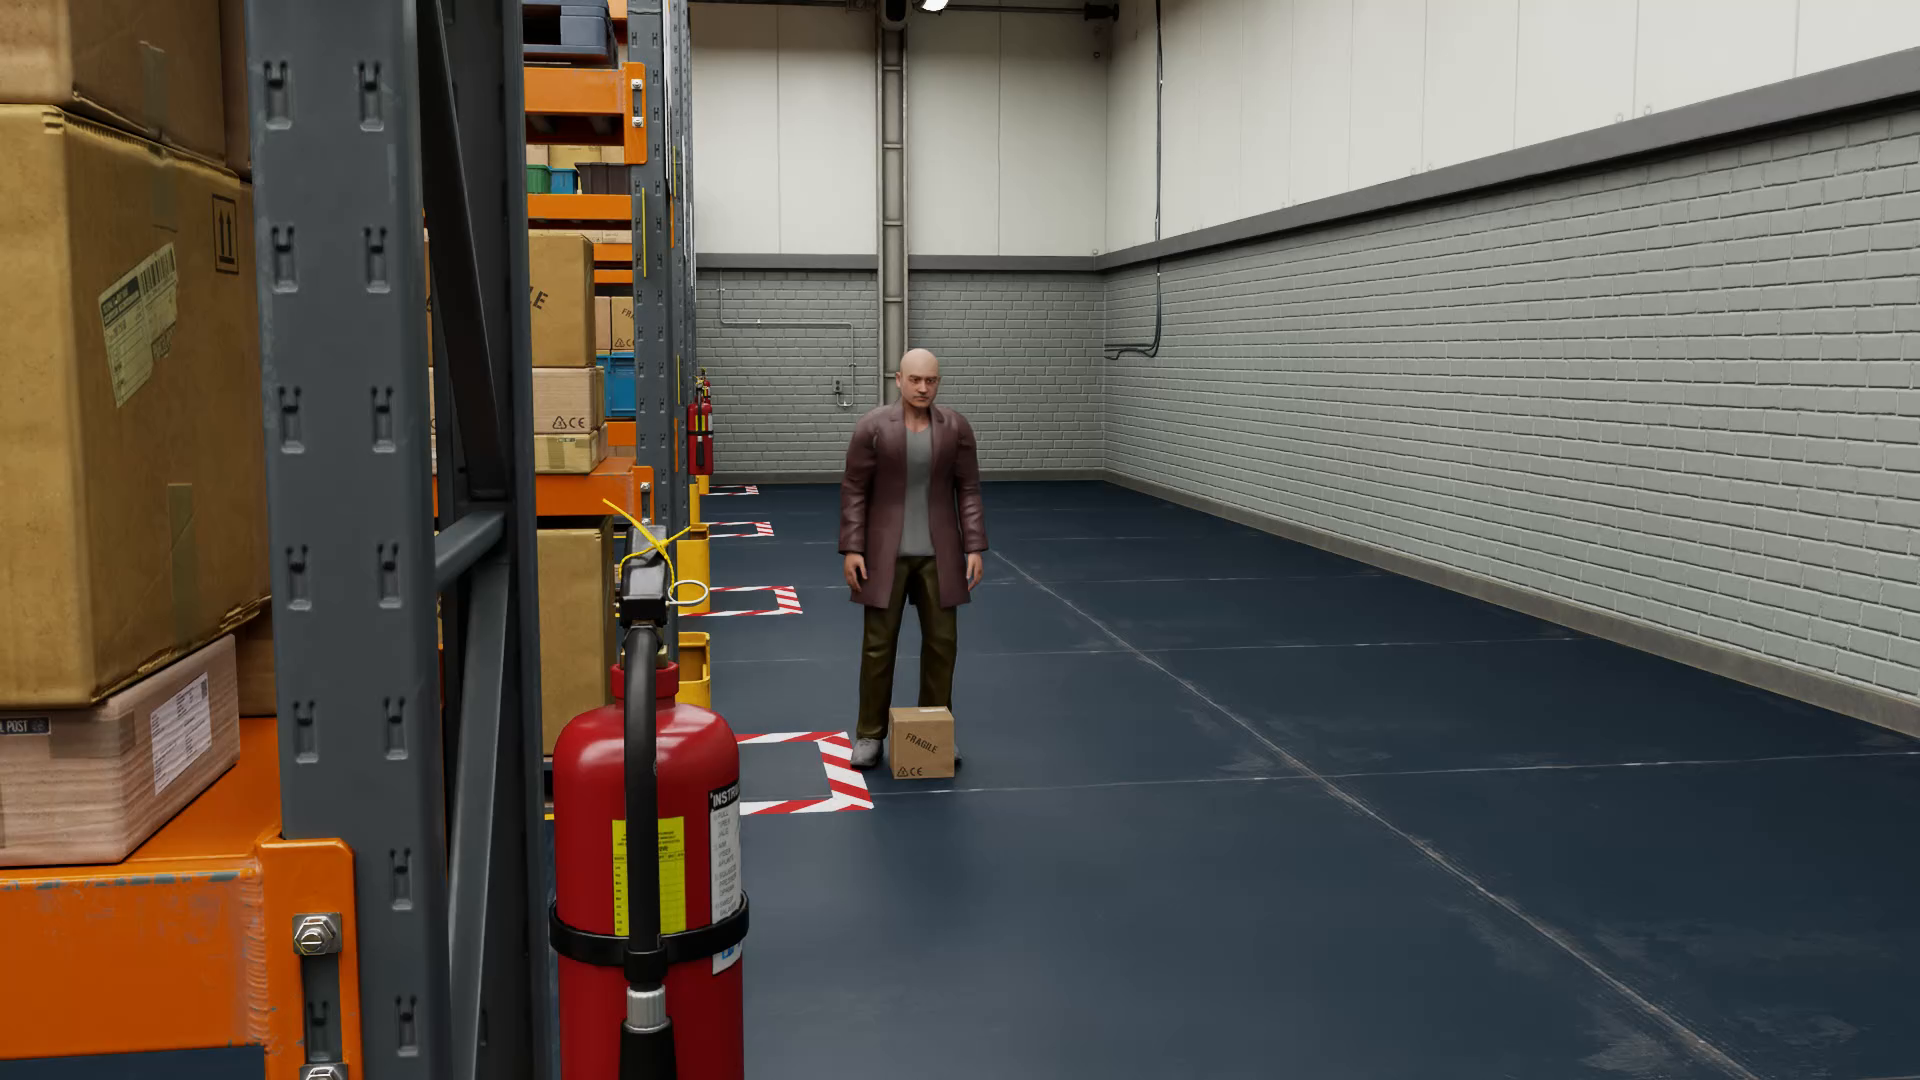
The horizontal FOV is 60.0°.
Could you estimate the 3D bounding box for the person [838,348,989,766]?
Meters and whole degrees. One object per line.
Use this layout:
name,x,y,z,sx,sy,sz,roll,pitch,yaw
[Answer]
person,-0.201,0.068,7.164,0.656,1.774,0.416,-1,6,-10
